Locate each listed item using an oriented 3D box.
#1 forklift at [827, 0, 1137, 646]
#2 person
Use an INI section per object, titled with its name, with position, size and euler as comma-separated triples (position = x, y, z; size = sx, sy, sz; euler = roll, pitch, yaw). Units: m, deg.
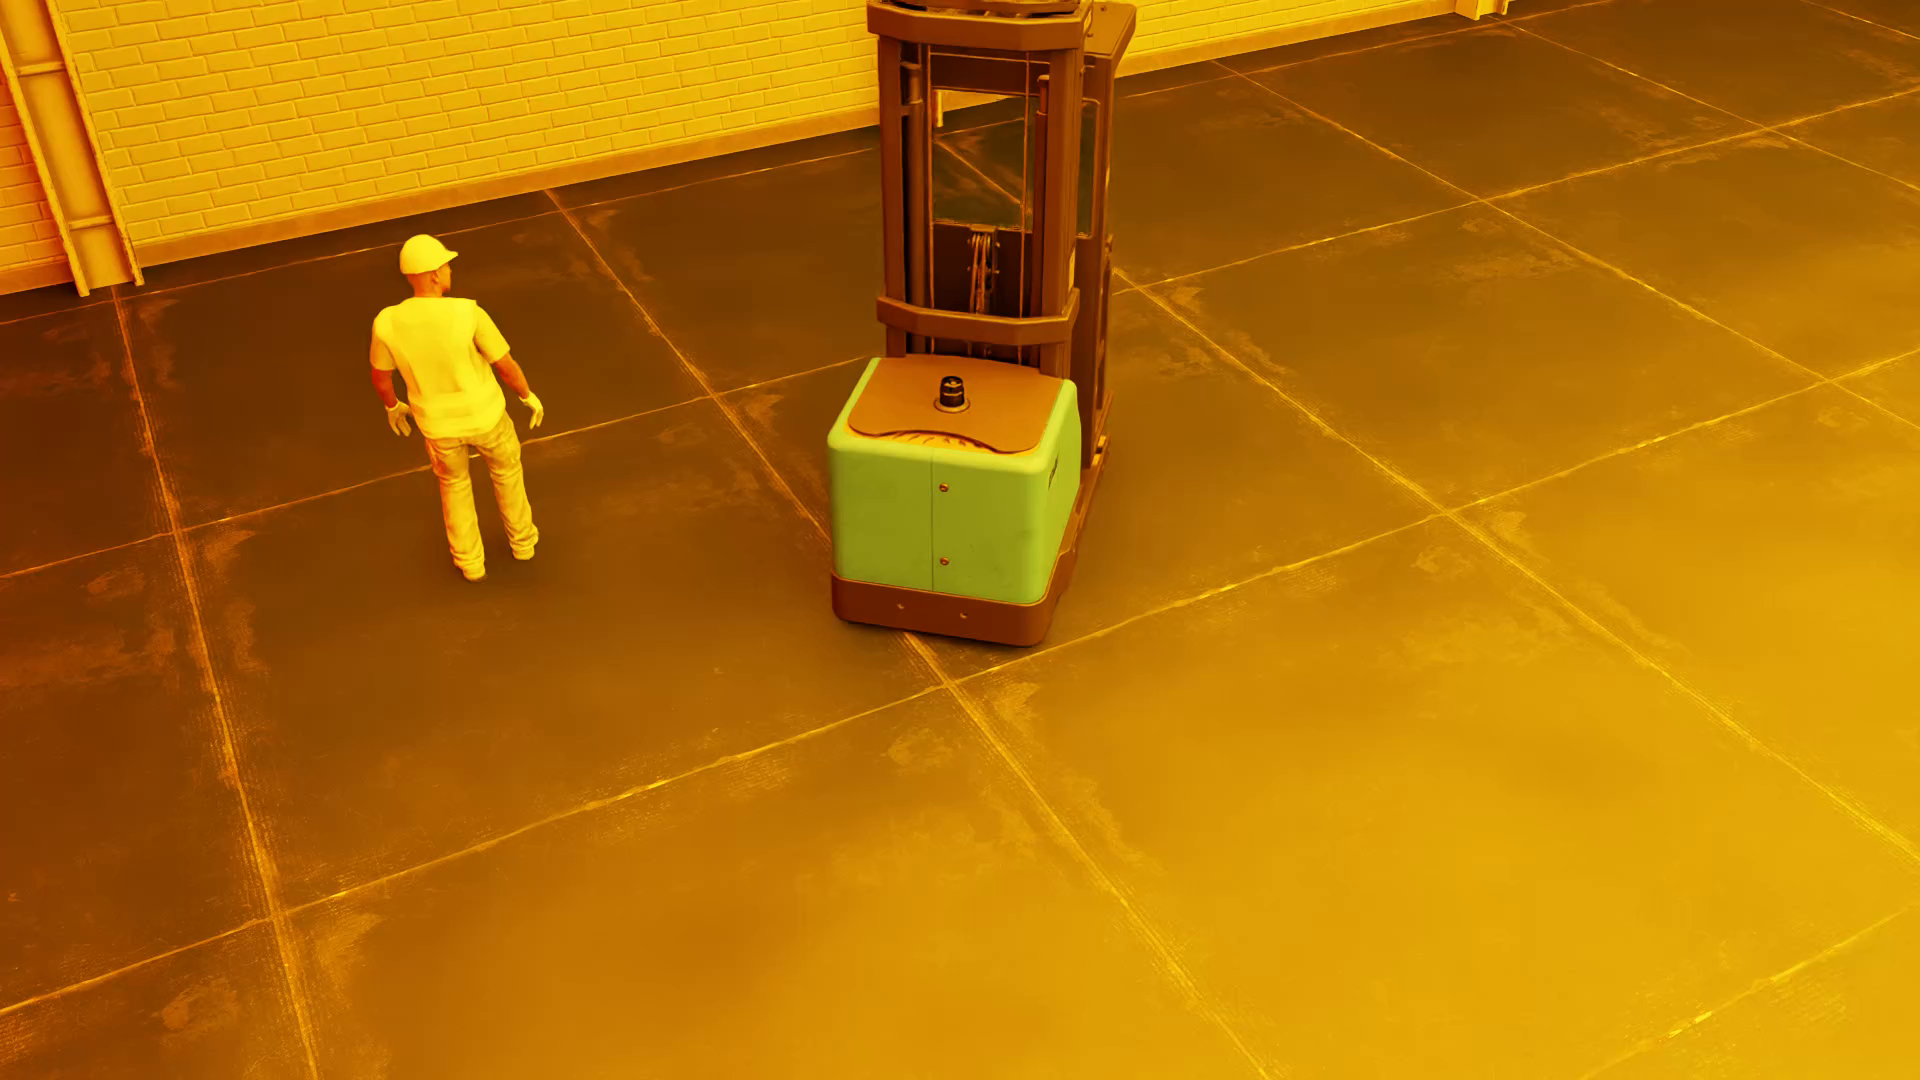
[forklift]
position = 0.220, -1.545, 8.309
size = 1.130, 2.935, 3.031
euler = 8, 36, 11
[person]
position = -2.397, -0.640, 8.039
size = 0.753, 1.768, 0.492
euler = -3, 35, -4
